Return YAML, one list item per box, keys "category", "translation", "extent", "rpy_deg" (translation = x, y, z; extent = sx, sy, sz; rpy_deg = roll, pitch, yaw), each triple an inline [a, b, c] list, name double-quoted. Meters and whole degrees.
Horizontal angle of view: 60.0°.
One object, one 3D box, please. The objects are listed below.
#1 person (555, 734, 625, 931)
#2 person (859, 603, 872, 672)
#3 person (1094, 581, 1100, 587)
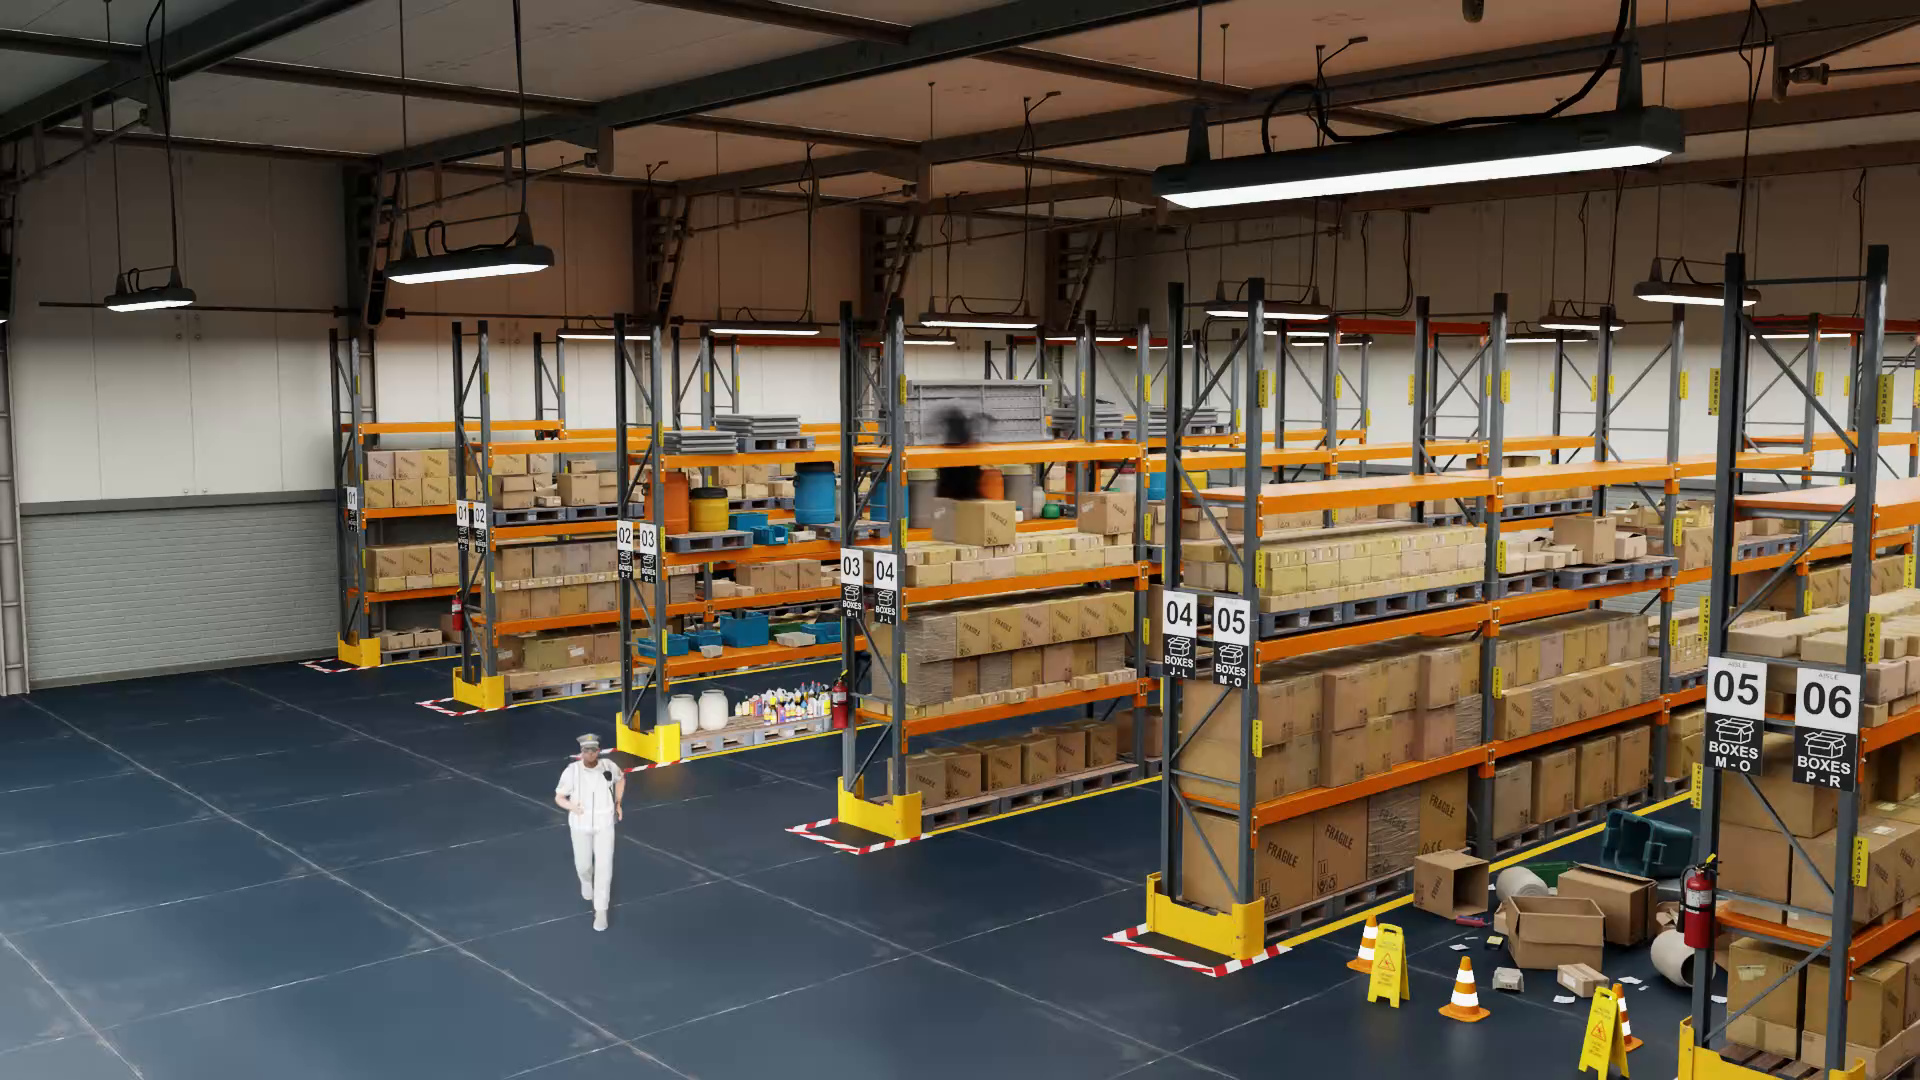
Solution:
- category: "person"
  translation: [-3.510, 2.719, 15.850]
  extent: [0.661, 1.781, 0.976]
  rpy_deg: [-1, 6, -14]
- category: "person"
  translation: [-1.743, 1.594, 28.338]
  extent: [0.537, 1.549, 0.594]
  rpy_deg: [5, 7, 40]
- category: "person"
  translation: [2.396, 1.097, 32.222]
  extent: [0.667, 1.741, 0.638]
  rpy_deg: [4, 7, 37]
